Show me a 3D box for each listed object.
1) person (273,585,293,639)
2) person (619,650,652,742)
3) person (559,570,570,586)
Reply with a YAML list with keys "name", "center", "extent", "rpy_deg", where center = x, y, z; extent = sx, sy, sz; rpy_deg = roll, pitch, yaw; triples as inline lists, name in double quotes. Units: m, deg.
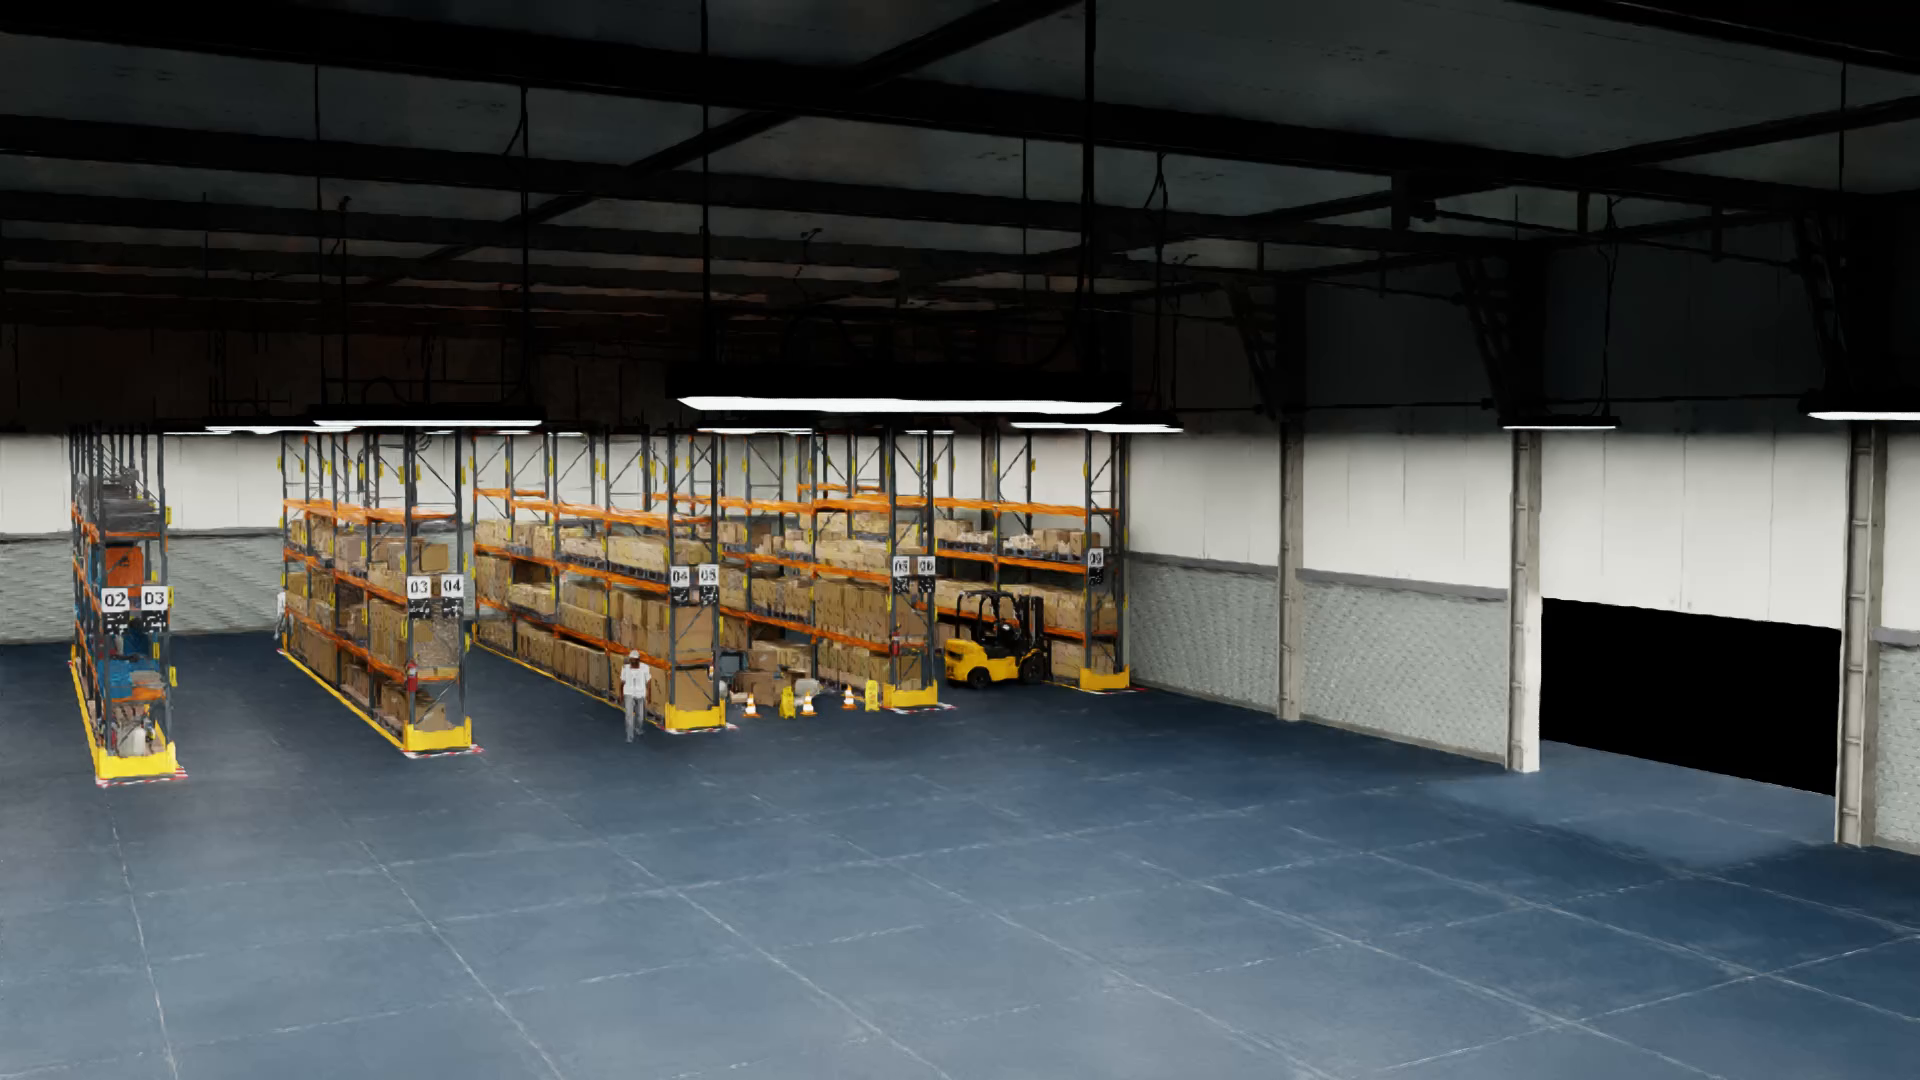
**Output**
- name: "person"
  center: [-19.006, 2.019, 46.867]
  extent: [0.935, 1.625, 0.529]
  rpy_deg: [3, 4, 38]
- name: "person"
  center: [-6.138, 2.919, 31.465]
  extent: [0.599, 1.728, 0.940]
  rpy_deg: [-1, 4, -14]
- name: "person"
  center: [-12.302, 1.724, 51.617]
  extent: [0.446, 1.590, 1.110]
  rpy_deg: [-2, 4, -27]
